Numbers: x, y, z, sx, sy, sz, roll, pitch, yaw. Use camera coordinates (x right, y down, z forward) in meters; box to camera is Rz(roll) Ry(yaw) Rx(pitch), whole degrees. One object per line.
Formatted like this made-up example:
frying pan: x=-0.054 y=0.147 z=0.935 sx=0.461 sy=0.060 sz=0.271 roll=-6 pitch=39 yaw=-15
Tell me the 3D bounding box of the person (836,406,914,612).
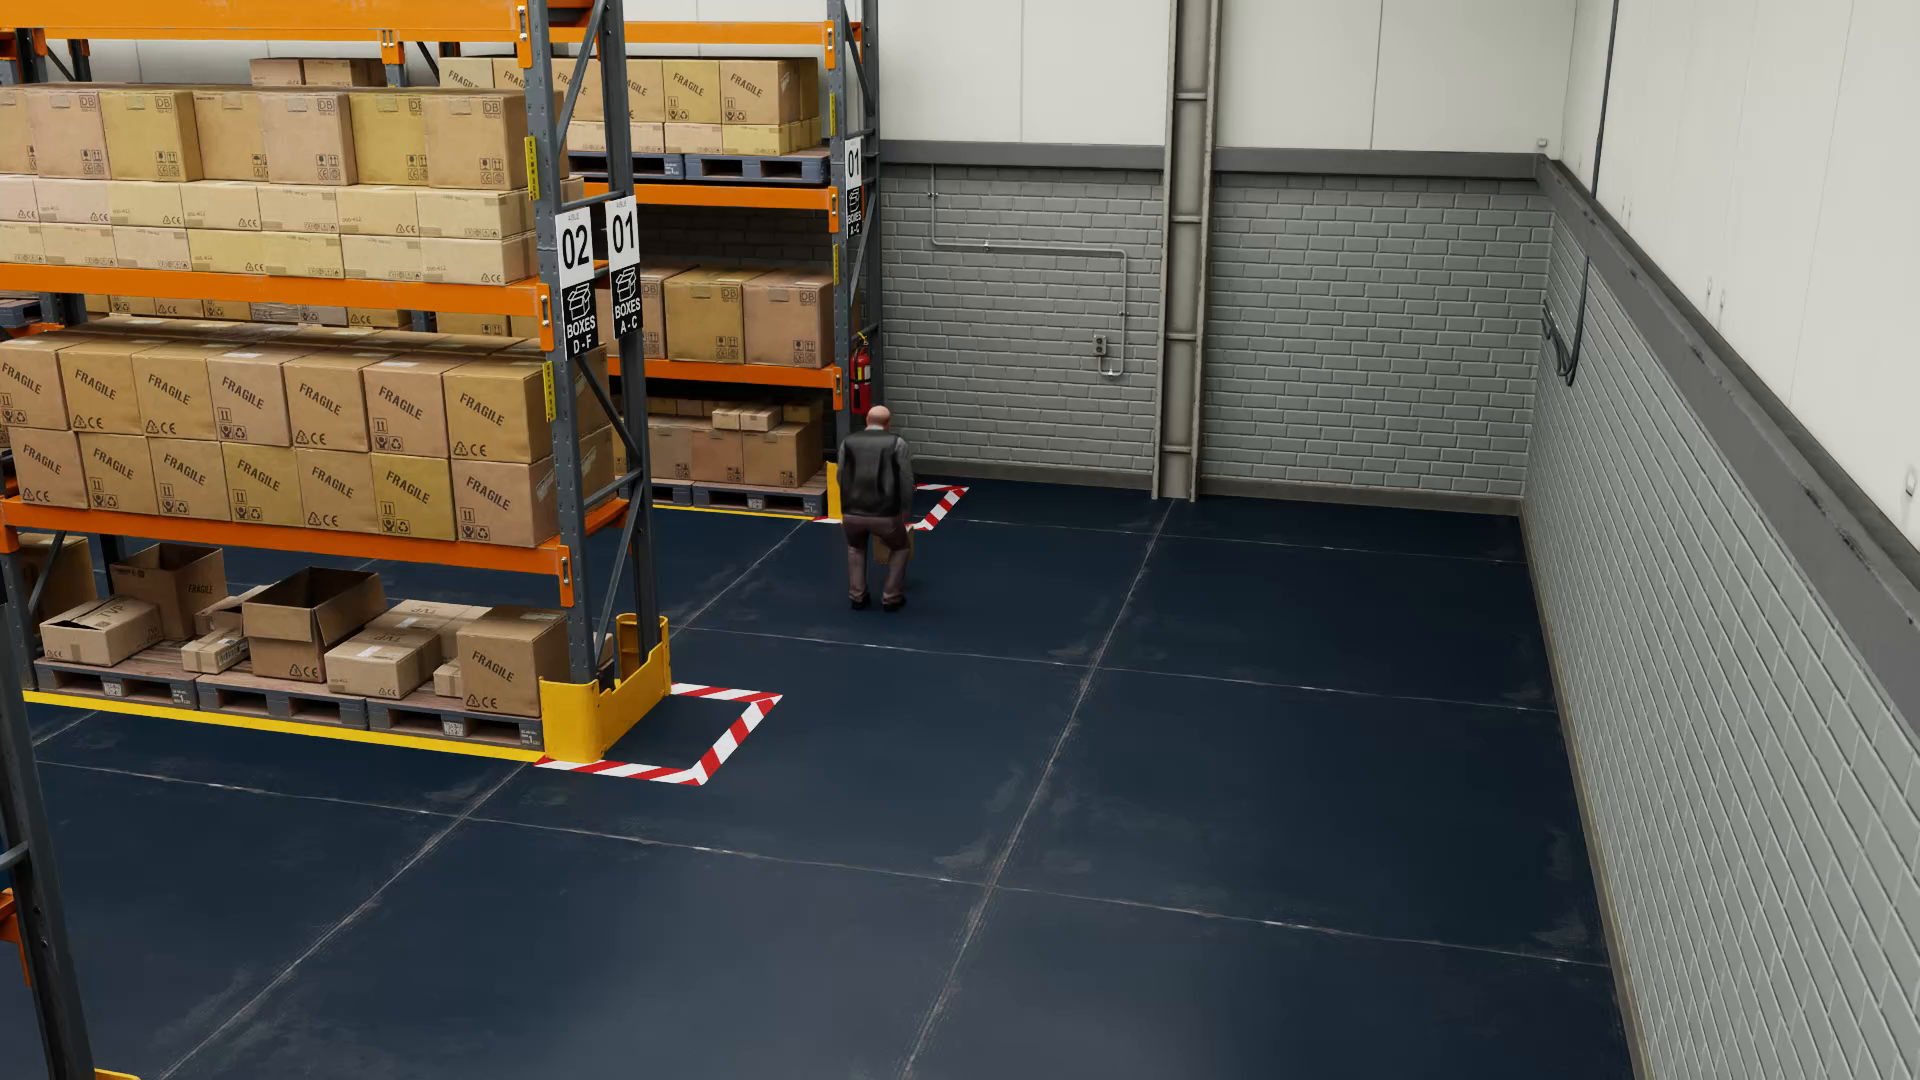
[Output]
person: x=-0.645 y=-0.218 z=12.193 sx=0.590 sy=1.462 sz=0.669 roll=5 pitch=19 yaw=14
